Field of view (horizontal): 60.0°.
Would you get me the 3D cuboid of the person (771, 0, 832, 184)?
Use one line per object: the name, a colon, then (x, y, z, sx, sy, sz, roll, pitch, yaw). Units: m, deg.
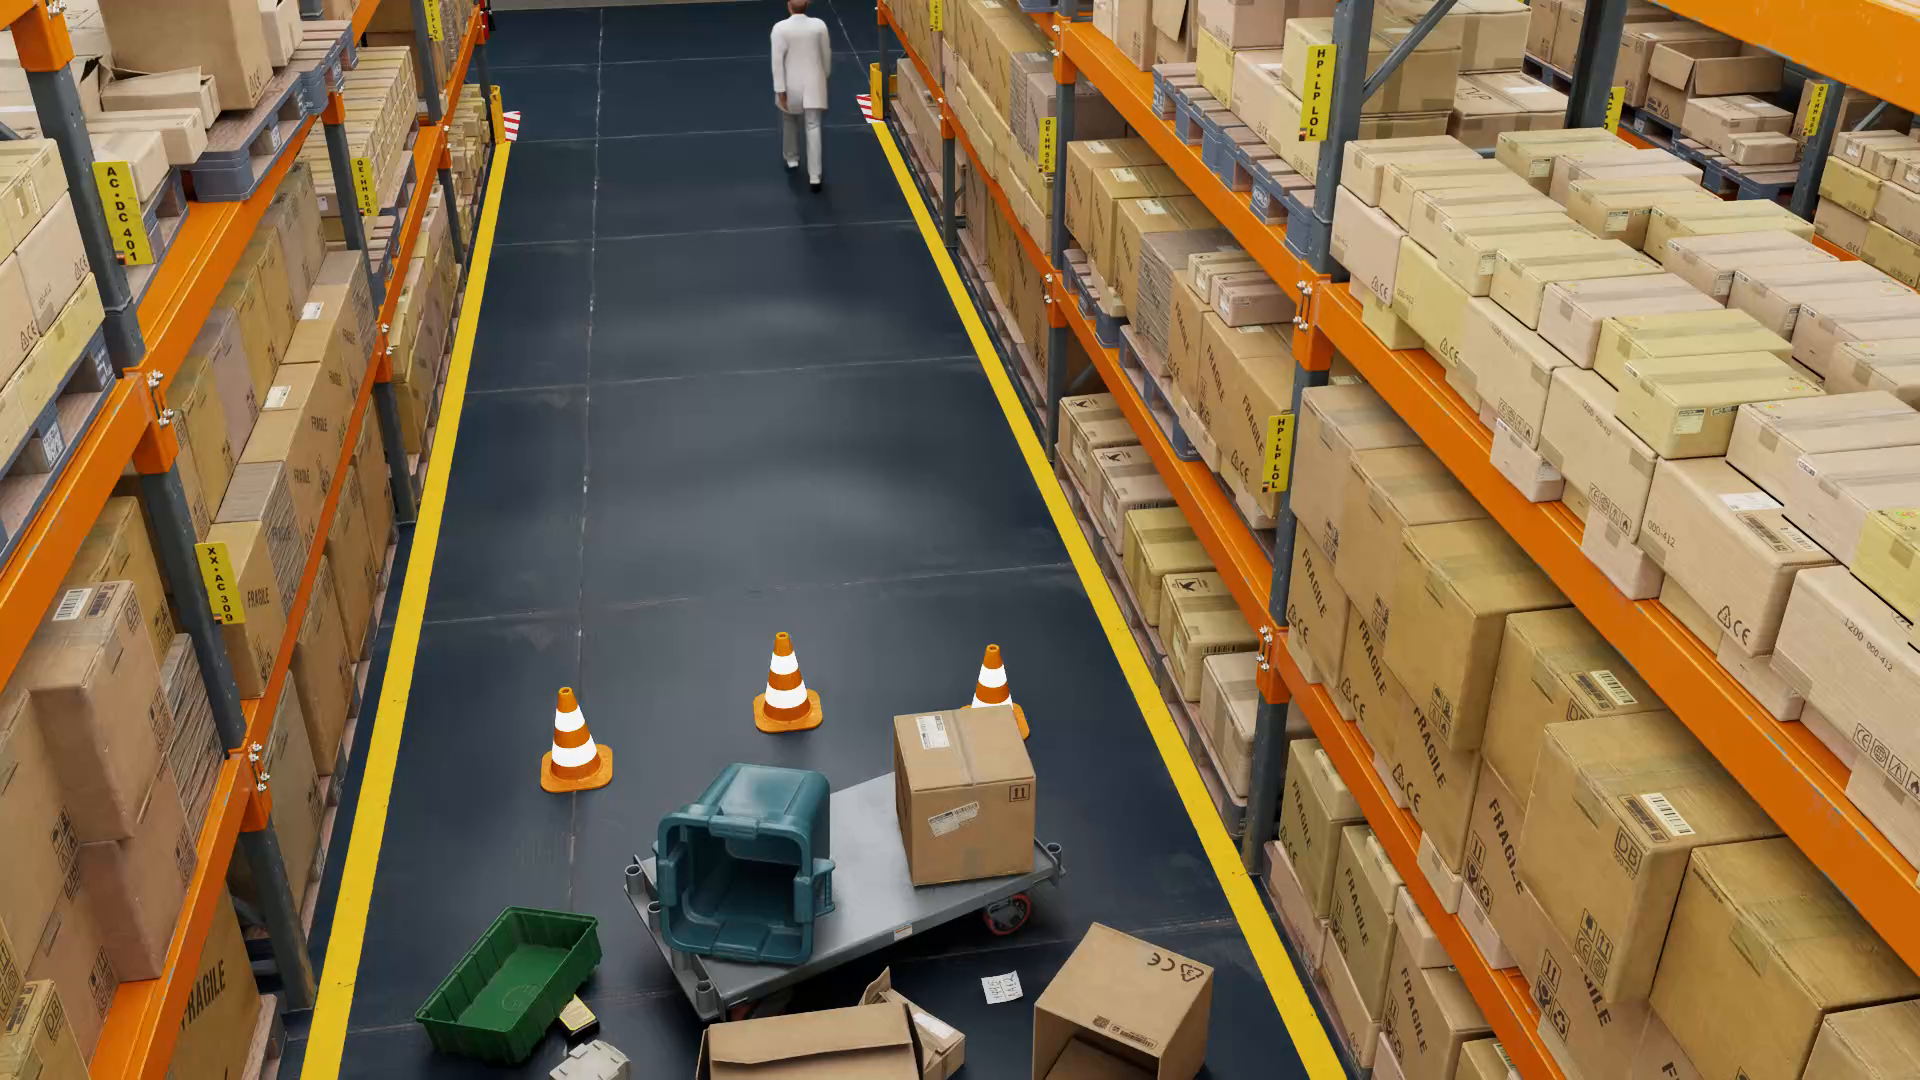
person: (-1.460, -4.247, 15.411, 0.565, 1.723, 1.111, -4, 31, -7)
